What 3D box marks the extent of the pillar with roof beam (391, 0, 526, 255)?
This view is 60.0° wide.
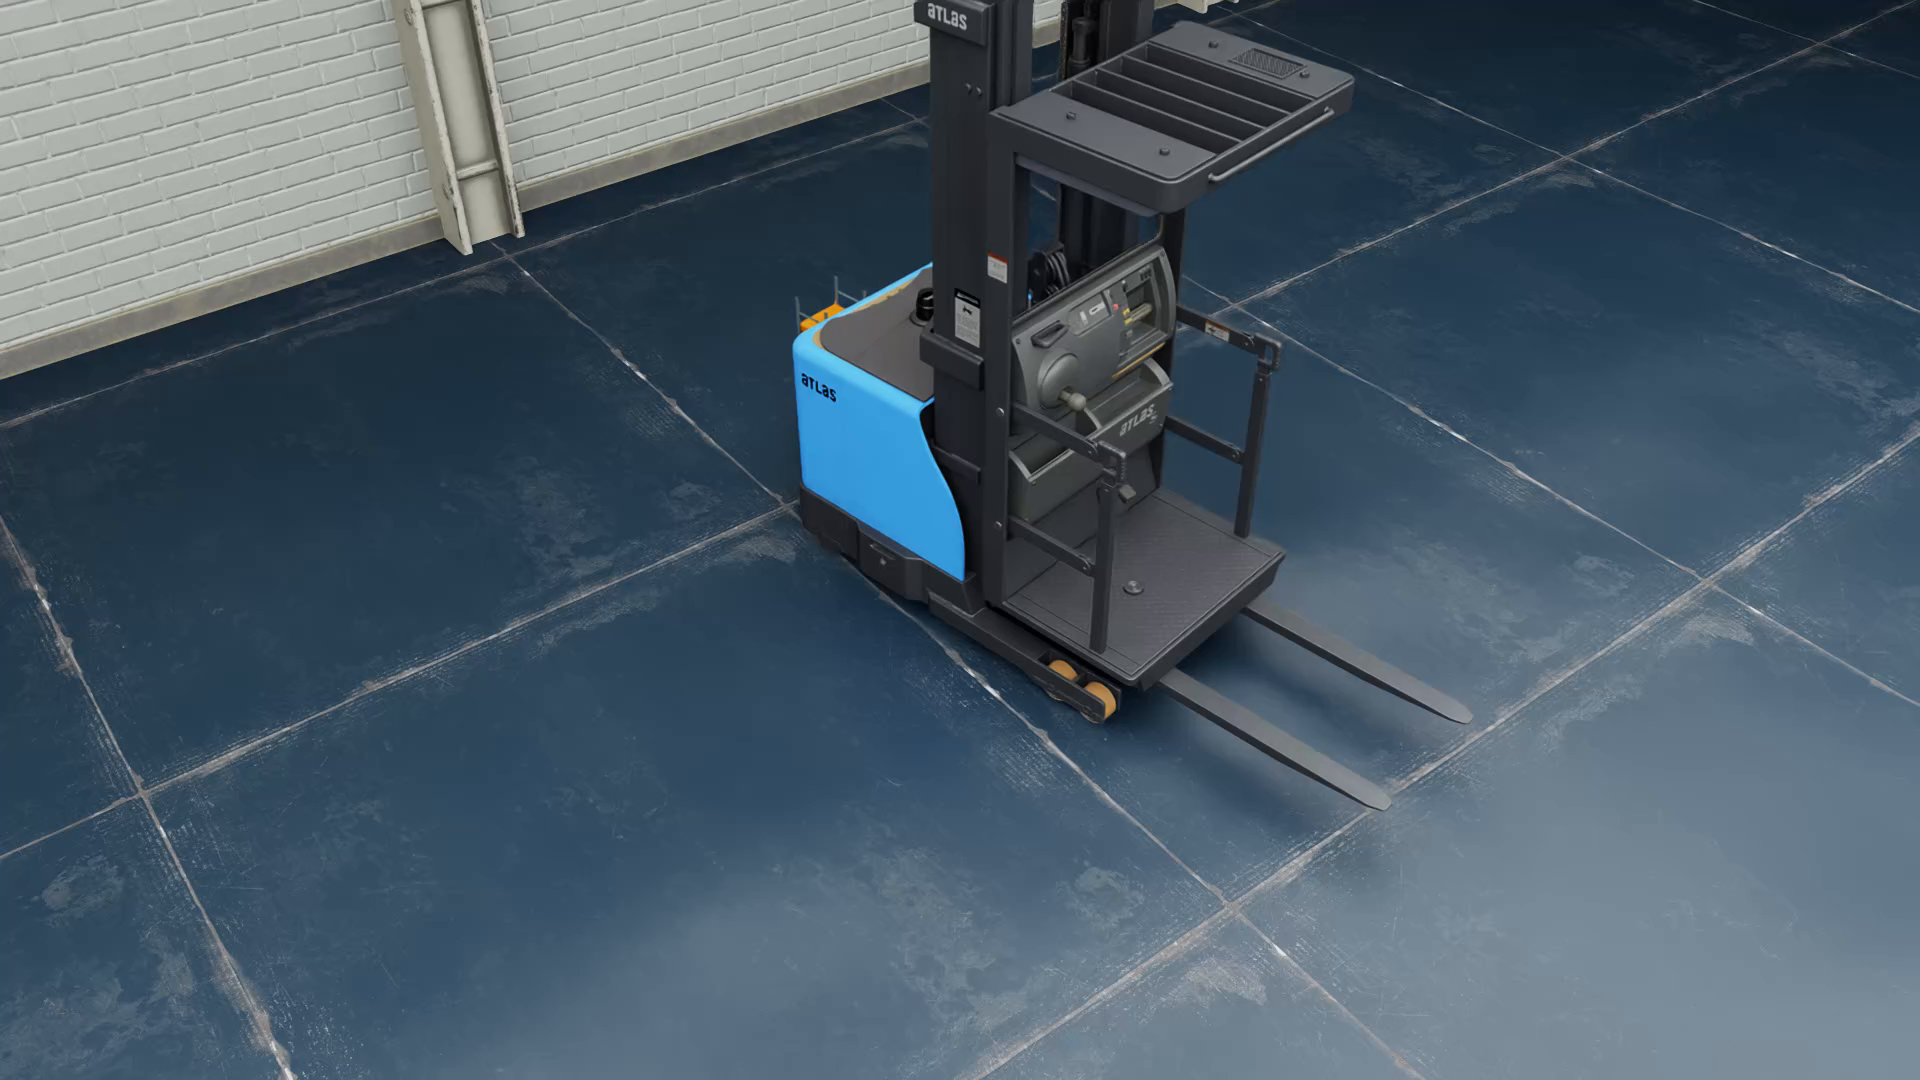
[{"bbox_3d":[-0.232,-3.144,4.487,0.400,9.000,9.100,-26,46,-28],"label":"pillar with roof beam"}]

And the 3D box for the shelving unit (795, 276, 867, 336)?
[{"bbox_3d":[-0.577,-0.692,7.766,0.215,1.050,0.252,30,48,31],"label":"shelving unit"}]

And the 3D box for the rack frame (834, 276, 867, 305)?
[{"bbox_3d":[-0.495,-0.750,7.836,0.200,1.050,0.008,30,48,31],"label":"rack frame"}]

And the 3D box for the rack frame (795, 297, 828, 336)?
[{"bbox_3d":[-0.658,-0.634,7.695,0.200,1.050,0.008,30,48,31],"label":"rack frame"}]

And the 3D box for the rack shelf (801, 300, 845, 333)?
[{"bbox_3d":[-0.577,-0.903,7.592,0.215,0.259,0.240,30,48,31],"label":"rack shelf"}]

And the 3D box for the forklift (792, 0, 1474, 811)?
[{"bbox_3d":[0.689,-0.760,6.366,3.031,2.935,1.130,30,48,32],"label":"forklift"}]
